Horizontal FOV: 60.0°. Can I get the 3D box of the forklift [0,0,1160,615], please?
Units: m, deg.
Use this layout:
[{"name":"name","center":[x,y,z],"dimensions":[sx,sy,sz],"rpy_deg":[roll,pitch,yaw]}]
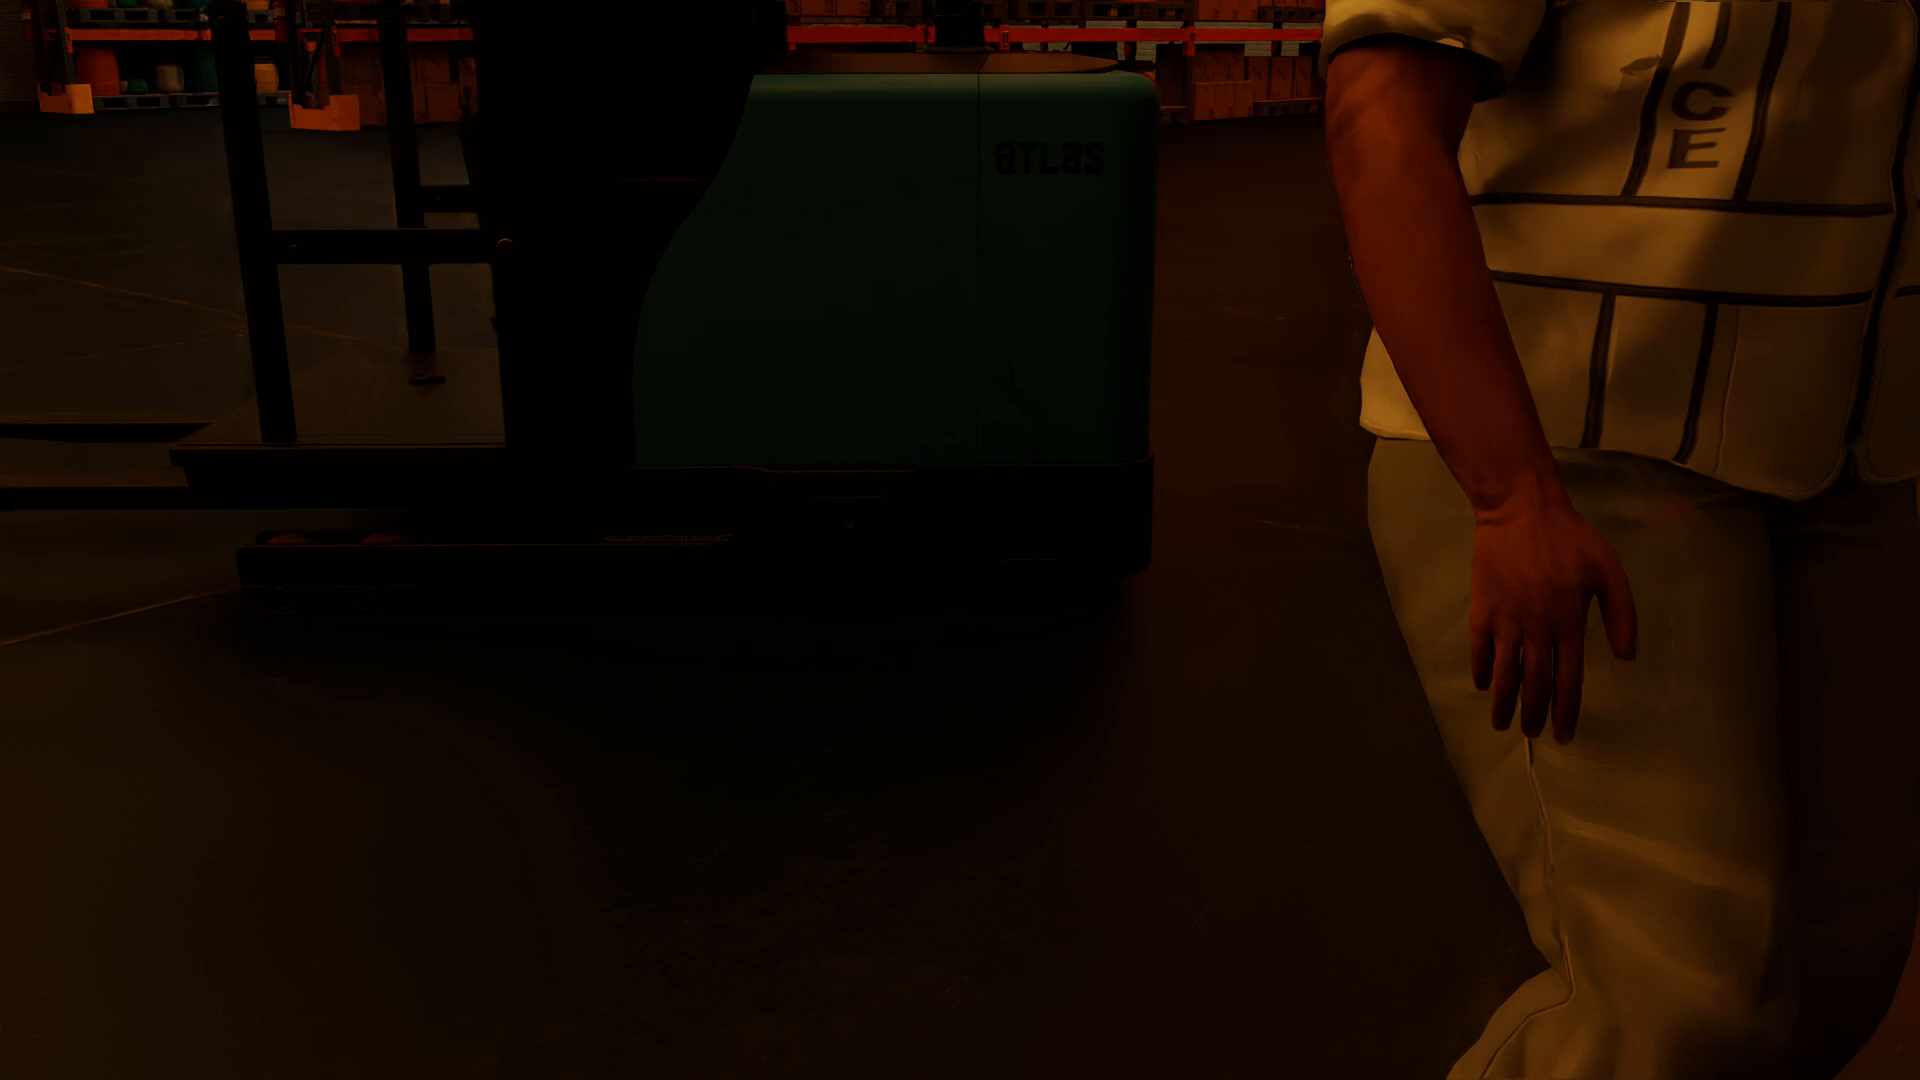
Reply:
[{"name":"forklift","center":[-1.117,-1.402,3.515],"dimensions":[3.031,2.935,1.130],"rpy_deg":[0,17,-1]}]
